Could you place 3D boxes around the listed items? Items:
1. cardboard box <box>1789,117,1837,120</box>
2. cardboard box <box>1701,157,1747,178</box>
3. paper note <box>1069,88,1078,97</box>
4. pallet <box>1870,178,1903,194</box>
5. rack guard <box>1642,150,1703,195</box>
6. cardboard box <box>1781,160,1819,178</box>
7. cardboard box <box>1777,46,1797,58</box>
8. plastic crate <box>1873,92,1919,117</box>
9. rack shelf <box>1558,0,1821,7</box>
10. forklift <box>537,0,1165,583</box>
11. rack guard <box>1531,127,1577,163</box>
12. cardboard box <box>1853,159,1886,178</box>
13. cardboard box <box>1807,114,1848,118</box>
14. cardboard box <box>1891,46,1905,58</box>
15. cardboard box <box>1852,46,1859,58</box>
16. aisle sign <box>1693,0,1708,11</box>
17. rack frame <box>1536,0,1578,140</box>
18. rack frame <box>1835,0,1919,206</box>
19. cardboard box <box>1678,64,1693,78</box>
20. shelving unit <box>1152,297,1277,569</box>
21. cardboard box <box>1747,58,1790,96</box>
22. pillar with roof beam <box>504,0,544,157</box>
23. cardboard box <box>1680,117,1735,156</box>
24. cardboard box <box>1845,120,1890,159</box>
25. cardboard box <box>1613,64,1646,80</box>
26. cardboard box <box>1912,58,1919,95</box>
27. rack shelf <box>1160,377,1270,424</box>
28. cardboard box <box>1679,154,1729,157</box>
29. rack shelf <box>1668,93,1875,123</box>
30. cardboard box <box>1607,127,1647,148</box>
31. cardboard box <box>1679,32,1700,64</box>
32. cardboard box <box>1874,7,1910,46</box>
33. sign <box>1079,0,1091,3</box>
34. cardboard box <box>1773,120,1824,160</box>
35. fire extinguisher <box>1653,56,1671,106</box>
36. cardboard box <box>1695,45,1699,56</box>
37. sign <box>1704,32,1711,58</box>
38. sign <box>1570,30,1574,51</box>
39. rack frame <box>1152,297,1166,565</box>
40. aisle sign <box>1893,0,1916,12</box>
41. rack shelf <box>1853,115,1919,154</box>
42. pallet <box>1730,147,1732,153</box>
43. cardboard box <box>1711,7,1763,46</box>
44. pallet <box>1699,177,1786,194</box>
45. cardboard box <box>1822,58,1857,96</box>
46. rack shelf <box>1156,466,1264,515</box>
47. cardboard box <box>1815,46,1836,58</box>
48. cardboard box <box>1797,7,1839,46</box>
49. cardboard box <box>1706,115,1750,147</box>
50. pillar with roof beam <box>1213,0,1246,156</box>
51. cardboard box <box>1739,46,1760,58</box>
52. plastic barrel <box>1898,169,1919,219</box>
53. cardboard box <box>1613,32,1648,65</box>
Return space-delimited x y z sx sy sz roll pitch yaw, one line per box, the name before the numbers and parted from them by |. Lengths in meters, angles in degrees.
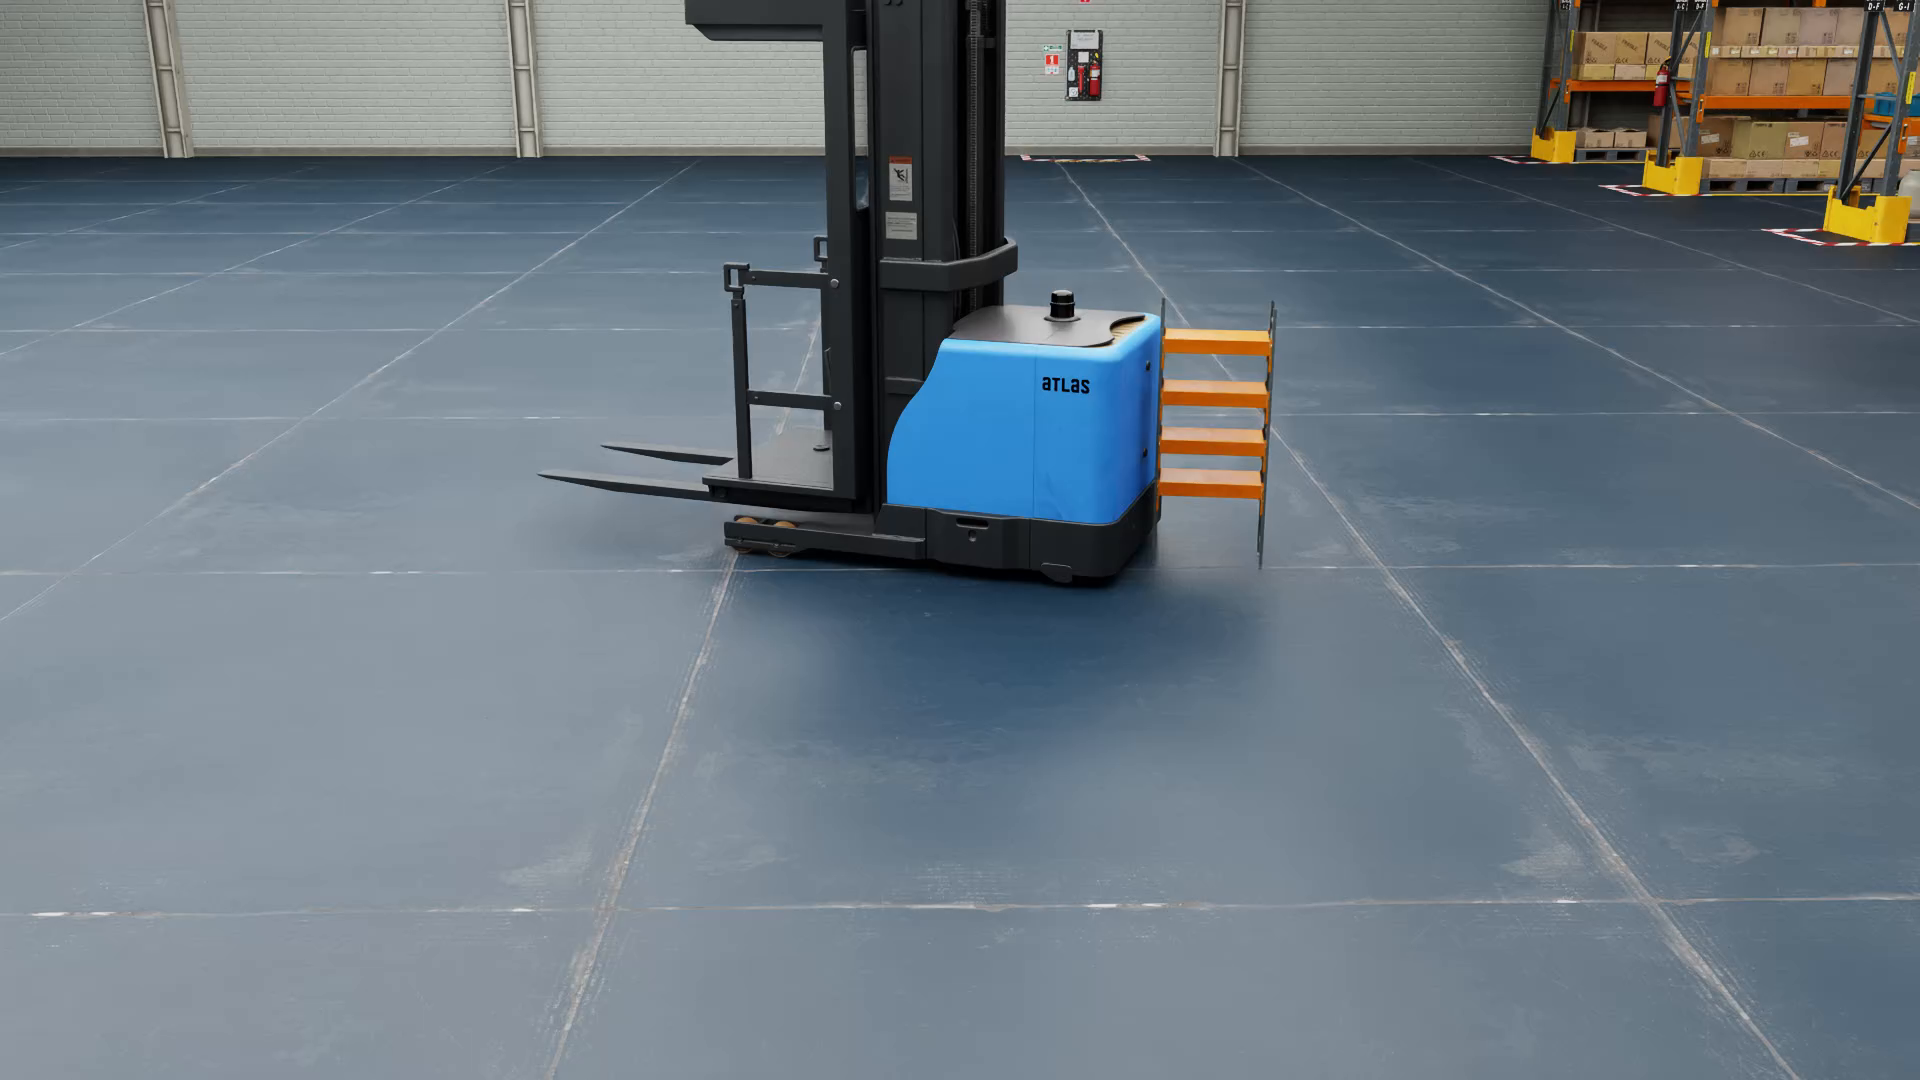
cardboard box | 12.027 -5.694 23.474 0.500 0.500 0.500 0 18 -1
cardboard box | 10.535 -5.167 23.058 0.500 0.250 0.500 0 18 -1
paper note | 1.951 -7.694 28.563 0.142 0.148 0.016 0 18 -1
pallet | 13.199 -5.042 23.420 1.213 0.211 1.003 0 18 -1
rack guard | 9.972 -5.151 23.287 0.348 0.500 1.175 0 18 -1
cardboard box | 11.535 -5.173 23.076 0.500 0.250 0.500 0 18 -1
cardboard box | 11.157 -6.638 22.603 0.250 0.149 0.380 -1 18 -2
plastic crate | 10.566 -4.852 18.505 0.616 0.251 0.499 0 18 -1
rack shelf | 11.913 -8.950 27.304 4.000 0.370 1.077 0 18 -1
forklift | -0.589 -1.459 7.797 3.031 2.935 1.130 6 19 18
rack guard | 9.990 -6.665 28.005 0.348 0.500 1.175 0 18 -1
cardboard box | 12.535 -5.176 23.087 0.500 0.250 0.500 0 18 -1
cardboard box | 14.649 -6.902 28.024 0.500 0.500 0.700 0 18 1
cardboard box | 12.709 -6.646 22.630 0.250 0.149 0.380 0 18 -1
cardboard box | 12.192 -6.643 22.619 0.250 0.149 0.380 0 18 1
aisle sign | 9.935 -7.486 22.216 0.004 0.787 0.394 0 18 -1
rack frame | 9.914 -7.854 27.622 0.127 3.000 1.000 0 18 -1
rack frame | 10.070 -4.829 18.190 0.127 3.000 1.000 0 18 -1
cardboard box | 11.941 -7.707 27.376 0.500 0.250 0.500 0 18 0
shelving unit | 1.152 -0.484 7.592 0.503 1.200 0.258 2 18 7
cardboard box | 10.988 -6.392 22.898 0.500 0.500 0.700 0 18 1
pillar with roof beam | -7.330 -9.577 23.170 0.400 9.000 9.100 0 18 -1
cardboard box | 10.527 -5.683 23.438 0.500 0.500 0.500 0 18 -1
cardboard box | 12.535 -5.537 22.984 0.500 0.500 0.500 0 18 -1
cardboard box | 10.926 -7.705 27.368 0.500 0.250 0.500 -1 18 -3
cardboard box | 13.024 -6.400 22.924 0.500 0.500 0.700 0 18 -1
rack shelf | 1.152 -0.633 7.544 0.480 0.148 0.258 2 18 7
cardboard box | 10.527 -5.325 23.551 0.500 0.250 0.500 0 18 -1
rack shelf | 11.995 -6.009 23.046 4.000 0.370 1.077 0 18 -1
cardboard box | 11.177 -6.762 27.899 0.500 0.311 0.500 1 18 4
cardboard box | 11.923 -8.066 27.267 0.500 0.500 0.500 0 18 1
cardboard box | 12.546 -7.017 22.724 0.500 0.500 0.700 0 18 -1
sign | 2.120 -9.227 28.106 0.199 0.298 0.001 0 18 -1
cardboard box | 11.535 -5.533 22.972 0.500 0.500 0.500 0 18 -1
fire extinguisher | 9.870 -6.446 23.358 0.183 0.674 0.296 0 18 -1
cardboard box | 10.375 -6.758 22.978 0.250 0.149 0.380 -1 18 -2
sign | 9.998 -6.622 22.233 0.005 0.325 0.100 0 18 -1
sign | 9.922 -8.101 26.973 0.005 0.325 0.100 0 18 -1
rack frame | 0.910 -0.494 7.623 0.015 1.200 0.240 2 18 7
aisle sign | 10.003 -5.977 17.512 0.004 0.787 0.394 0 18 -1
rack shelf | 12.070 -4.496 18.329 4.000 0.370 1.077 0 18 -1
pallet | 13.242 -6.532 28.064 1.213 0.211 1.003 0 18 -1
cardboard box | 10.516 -7.006 22.688 0.500 0.500 0.700 0 18 -1
pallet | 10.760 -5.030 23.383 1.213 0.211 1.003 0 18 -1
cardboard box | 12.010 -6.396 22.911 0.500 0.500 0.700 0 18 1
rack shelf | 1.152 -0.231 7.673 0.480 0.148 0.258 2 18 7
cardboard box | 11.679 -6.641 22.613 0.250 0.149 0.380 -1 18 -2
cardboard box | 11.545 -7.012 22.709 0.500 0.500 0.700 0 18 -1
cardboard box | 12.876 -6.876 27.943 0.500 0.500 0.500 -2 18 -5
pillar with roof beam | 4.669 -9.635 23.351 0.400 9.000 9.100 0 18 -1
cardboard box | 10.655 -6.636 22.599 0.250 0.149 0.380 -1 18 -2
plastic barrel | 10.727 -3.871 18.588 0.421 0.512 0.421 0 18 0
cardboard box | 10.890 -8.060 27.246 0.500 0.500 0.500 0 18 -1
